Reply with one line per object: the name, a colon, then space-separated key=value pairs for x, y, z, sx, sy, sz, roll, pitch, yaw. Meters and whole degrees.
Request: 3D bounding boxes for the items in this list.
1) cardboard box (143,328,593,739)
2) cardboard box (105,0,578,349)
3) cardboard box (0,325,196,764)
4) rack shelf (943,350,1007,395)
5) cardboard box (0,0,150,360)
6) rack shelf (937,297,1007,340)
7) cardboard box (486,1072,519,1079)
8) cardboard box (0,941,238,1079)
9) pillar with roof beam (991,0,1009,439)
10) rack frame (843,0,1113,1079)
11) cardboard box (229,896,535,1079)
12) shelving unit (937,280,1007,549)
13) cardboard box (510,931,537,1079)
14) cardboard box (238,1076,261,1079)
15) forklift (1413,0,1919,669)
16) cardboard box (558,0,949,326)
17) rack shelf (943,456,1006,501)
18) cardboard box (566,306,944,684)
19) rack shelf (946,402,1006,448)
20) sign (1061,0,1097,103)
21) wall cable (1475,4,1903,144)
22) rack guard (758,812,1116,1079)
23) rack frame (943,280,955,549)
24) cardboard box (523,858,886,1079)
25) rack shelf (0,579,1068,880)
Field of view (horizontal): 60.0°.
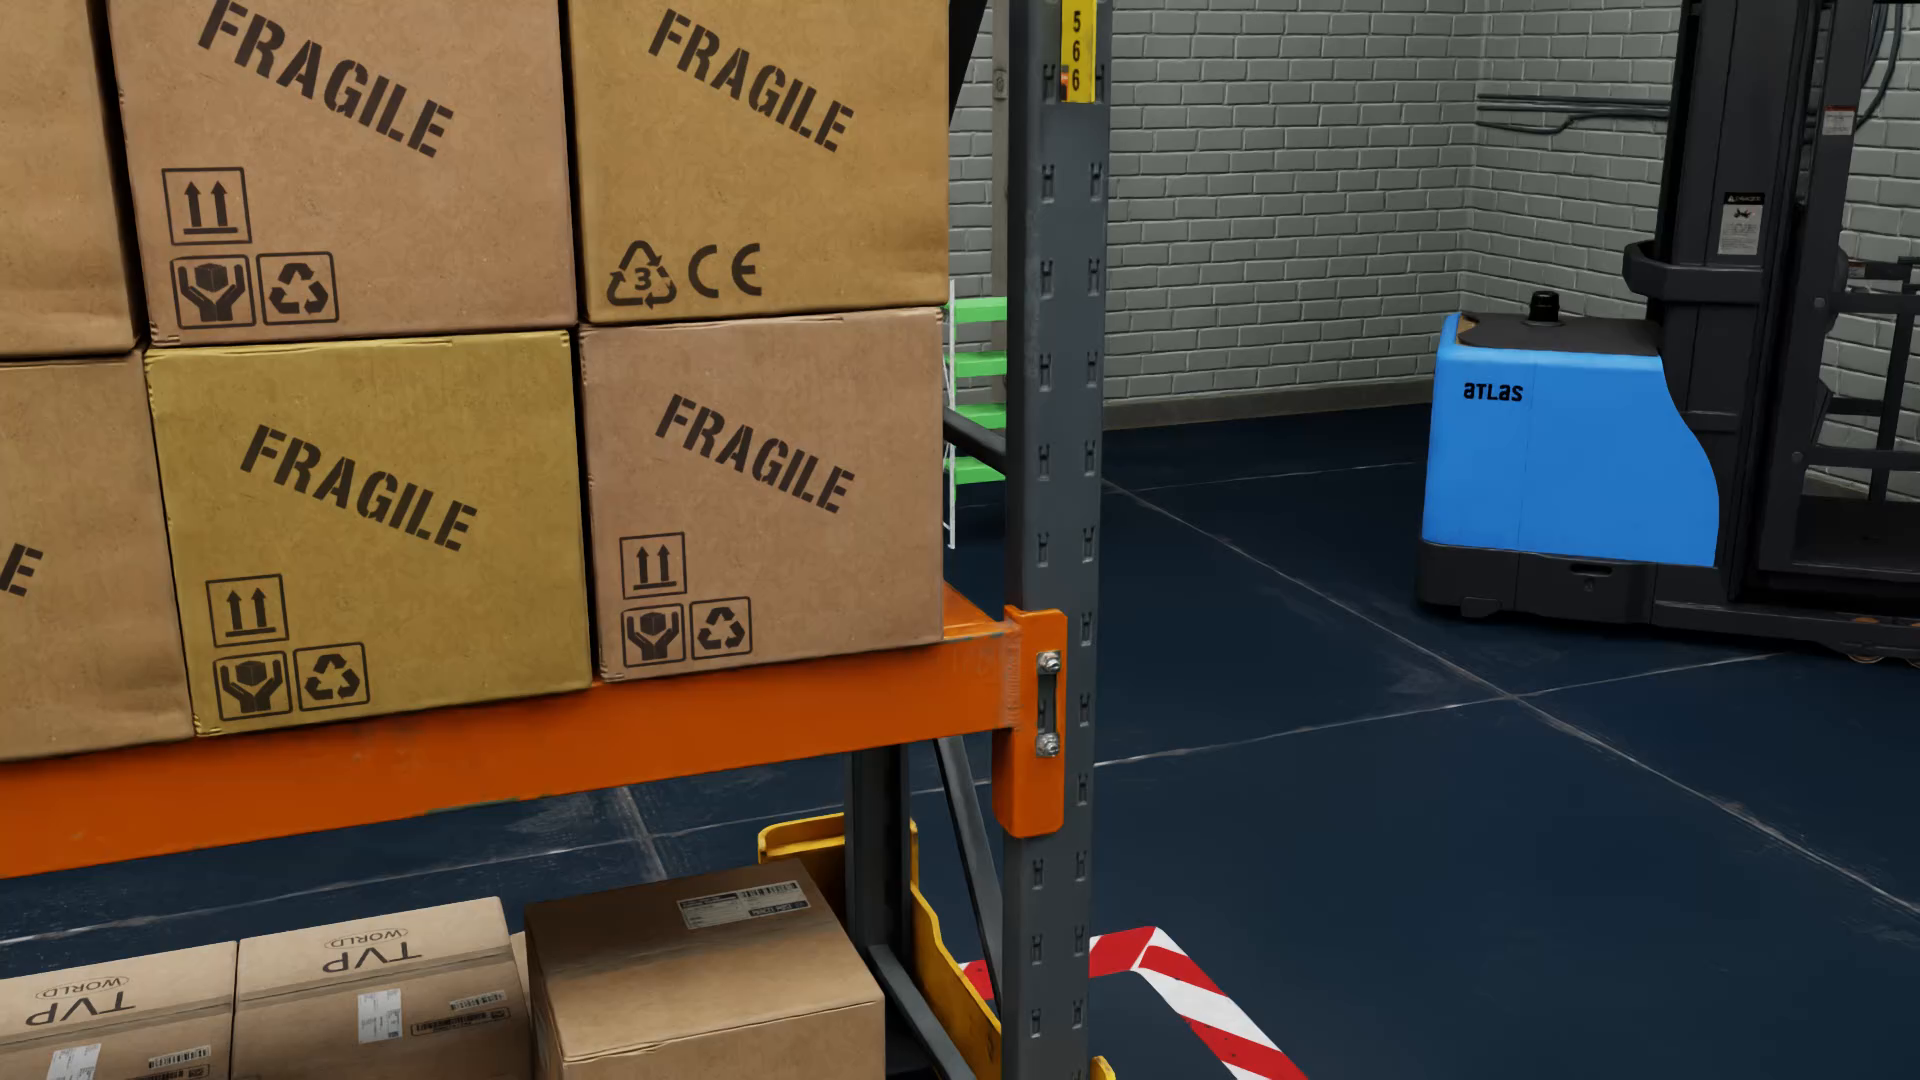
cardboard box: x=-0.823 y=-0.074 z=2.350 sx=0.500 sy=0.500 sz=0.500 roll=-6 pitch=17 yaw=-20
cardboard box: x=-0.808 y=-0.556 z=2.214 sx=0.500 sy=0.500 sz=0.500 roll=-6 pitch=17 yaw=-19
cardboard box: x=-1.291 y=-0.025 z=2.183 sx=0.500 sy=0.500 sz=0.500 roll=-6 pitch=17 yaw=-20
rack shelf: x=0.155 y=-0.761 z=7.436 sx=0.480 sy=0.148 sz=0.258 roll=-6 pitch=17 yaw=-20
cardboard box: x=-1.291 y=-0.502 z=2.032 sx=0.500 sy=0.500 sz=0.500 roll=-6 pitch=17 yaw=-19
rack shelf: x=0.155 y=-0.992 z=7.369 sx=0.480 sy=0.148 sz=0.258 roll=-6 pitch=17 yaw=-20
cardboard box: x=-0.849 y=1.089 z=2.814 sx=0.250 sy=0.166 sz=0.380 roll=-6 pitch=17 yaw=-20
cardboard box: x=-1.562 y=0.993 z=2.992 sx=0.500 sy=0.250 sz=0.500 roll=-6 pitch=17 yaw=-20
pillar with roof beam: x=1.957 y=-3.745 z=4.379 sx=0.400 sy=9.000 sz=9.100 roll=-6 pitch=17 yaw=-20
rack frame: x=-0.019 y=-0.196 z=2.943 sx=0.127 sy=3.000 sz=1.000 roll=-6 pitch=17 yaw=-20
cardboard box: x=-1.096 y=0.943 z=3.164 sx=0.500 sy=0.250 sz=0.500 roll=-6 pitch=17 yaw=-20
shelving unit: x=0.155 y=-0.592 z=7.486 sx=0.503 sy=1.200 sz=0.258 roll=-6 pitch=17 yaw=-20
cardboard box: x=-0.767 y=0.929 z=3.358 sx=0.250 sy=0.166 sz=0.380 roll=-6 pitch=17 yaw=-20
cardboard box: x=-1.337 y=1.120 z=2.561 sx=0.500 sy=0.250 sz=0.500 roll=-6 pitch=17 yaw=-20
forklift: x=3.374 y=-1.107 z=6.165 sx=3.031 sy=2.935 sz=1.130 roll=5 pitch=17 yaw=17
cardboard box: x=-0.337 y=-0.607 z=2.388 sx=0.500 sy=0.500 sz=0.500 roll=-6 pitch=18 yaw=-21
rack shelf: x=0.155 y=-0.301 z=7.572 sx=0.480 sy=0.148 sz=0.258 roll=-6 pitch=17 yaw=-20
cardboard box: x=-0.340 y=-0.127 z=2.531 sx=0.500 sy=0.500 sz=0.500 roll=-6 pitch=17 yaw=-18
rack shelf: x=0.155 y=-0.531 z=7.504 sx=0.480 sy=0.148 sz=0.258 roll=-6 pitch=17 yaw=-20
sign: x=0.160 y=-0.755 z=2.231 sx=0.005 sy=0.325 sz=0.100 roll=-6 pitch=17 yaw=-20
wall cable: x=3.614 y=-3.364 z=8.593 sx=0.112 sy=2.526 sz=3.097 roll=-6 pitch=17 yaw=-20
rack guard: x=-0.090 y=1.011 z=3.269 sx=0.348 sy=0.500 sz=1.175 roll=-6 pitch=17 yaw=-20
rack frame: x=-0.073 y=-0.568 z=7.402 sx=0.015 sy=1.200 sz=0.240 roll=-6 pitch=17 yaw=-20
cardboard box: x=-0.439 y=0.912 z=2.825 sx=0.500 sy=0.500 sz=0.500 roll=-6 pitch=17 yaw=-20
rack shelf: x=-1.887 y=0.351 z=2.357 sx=4.000 sy=0.370 sz=1.077 roll=-6 pitch=17 yaw=-20
